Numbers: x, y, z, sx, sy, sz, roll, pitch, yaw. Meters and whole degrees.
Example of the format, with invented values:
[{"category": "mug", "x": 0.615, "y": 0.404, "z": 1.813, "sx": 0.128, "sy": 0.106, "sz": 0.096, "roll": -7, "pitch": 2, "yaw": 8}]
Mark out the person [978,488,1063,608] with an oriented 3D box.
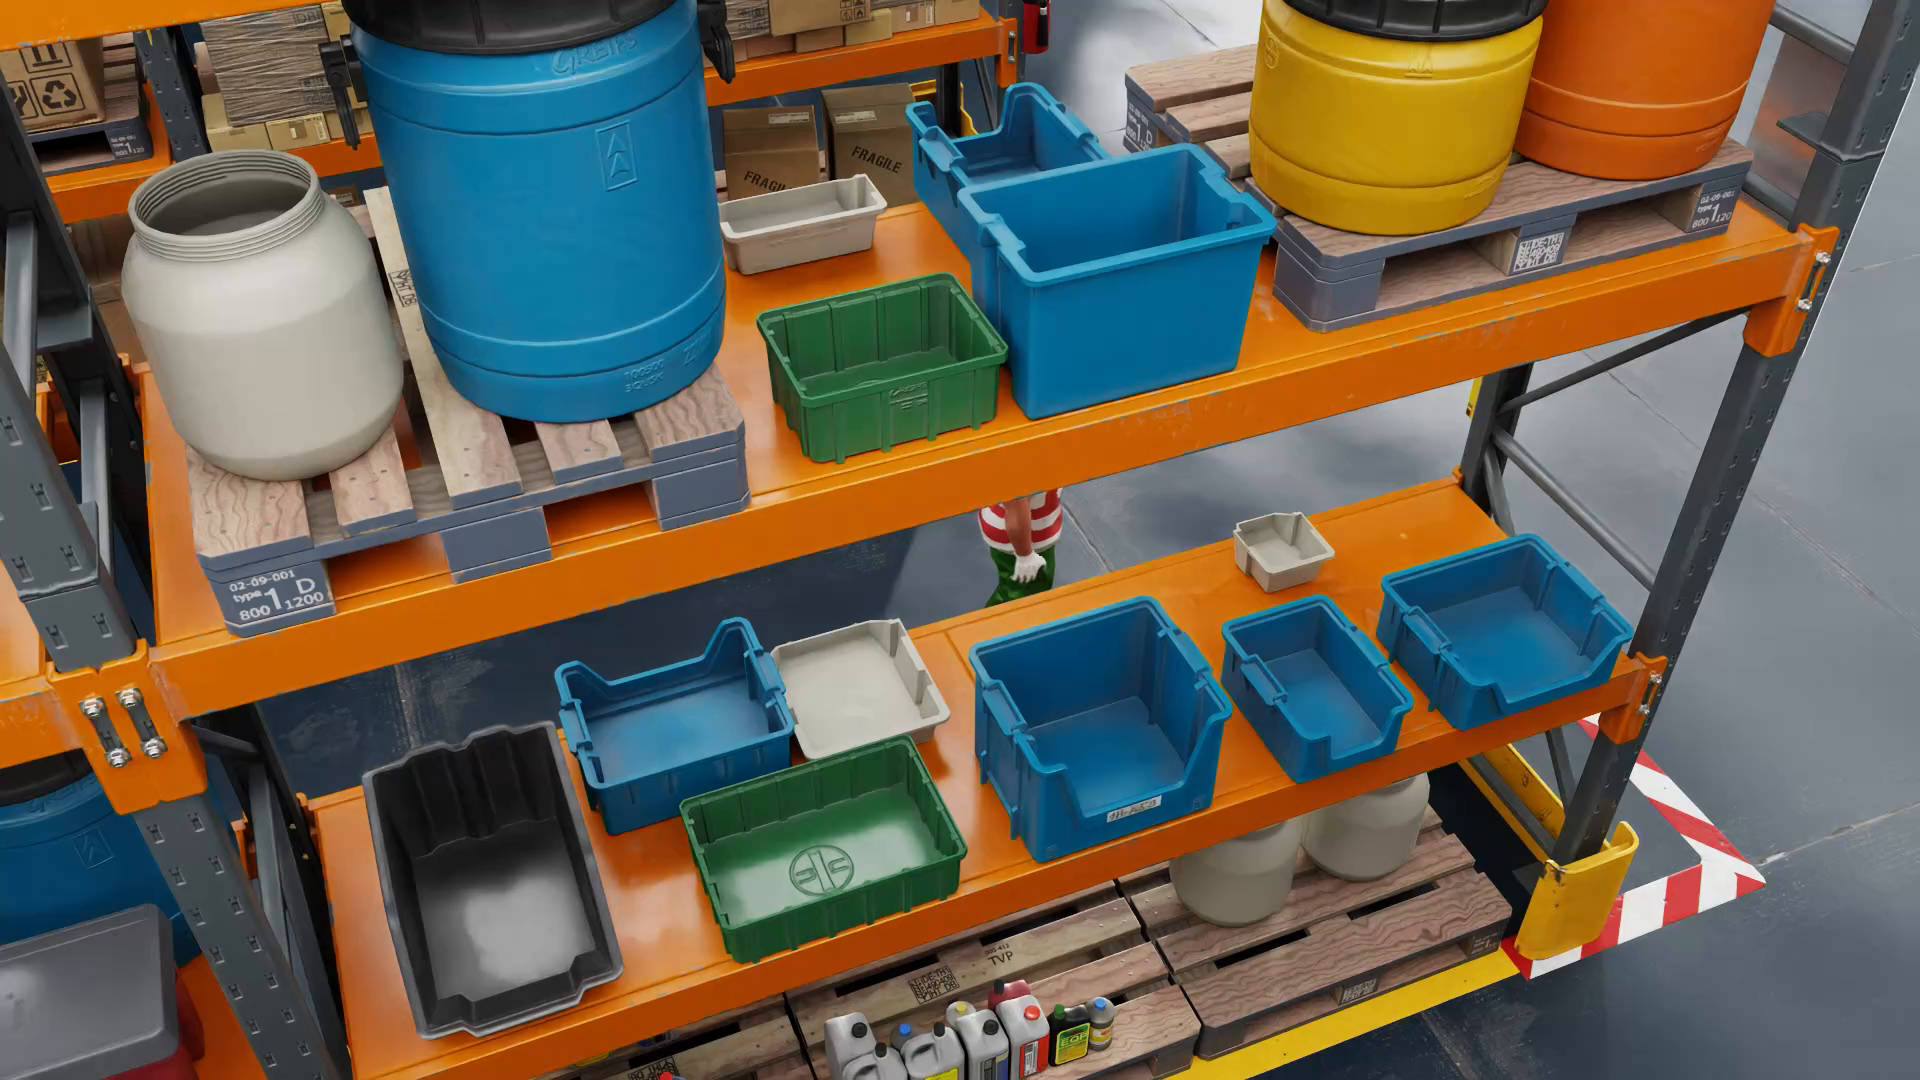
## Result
[{"category": "person", "x": 0.225, "y": -0.065, "z": 6.220, "sx": 0.344, "sy": 1.780, "sz": 0.526, "roll": -2, "pitch": 41, "yaw": -2}]
